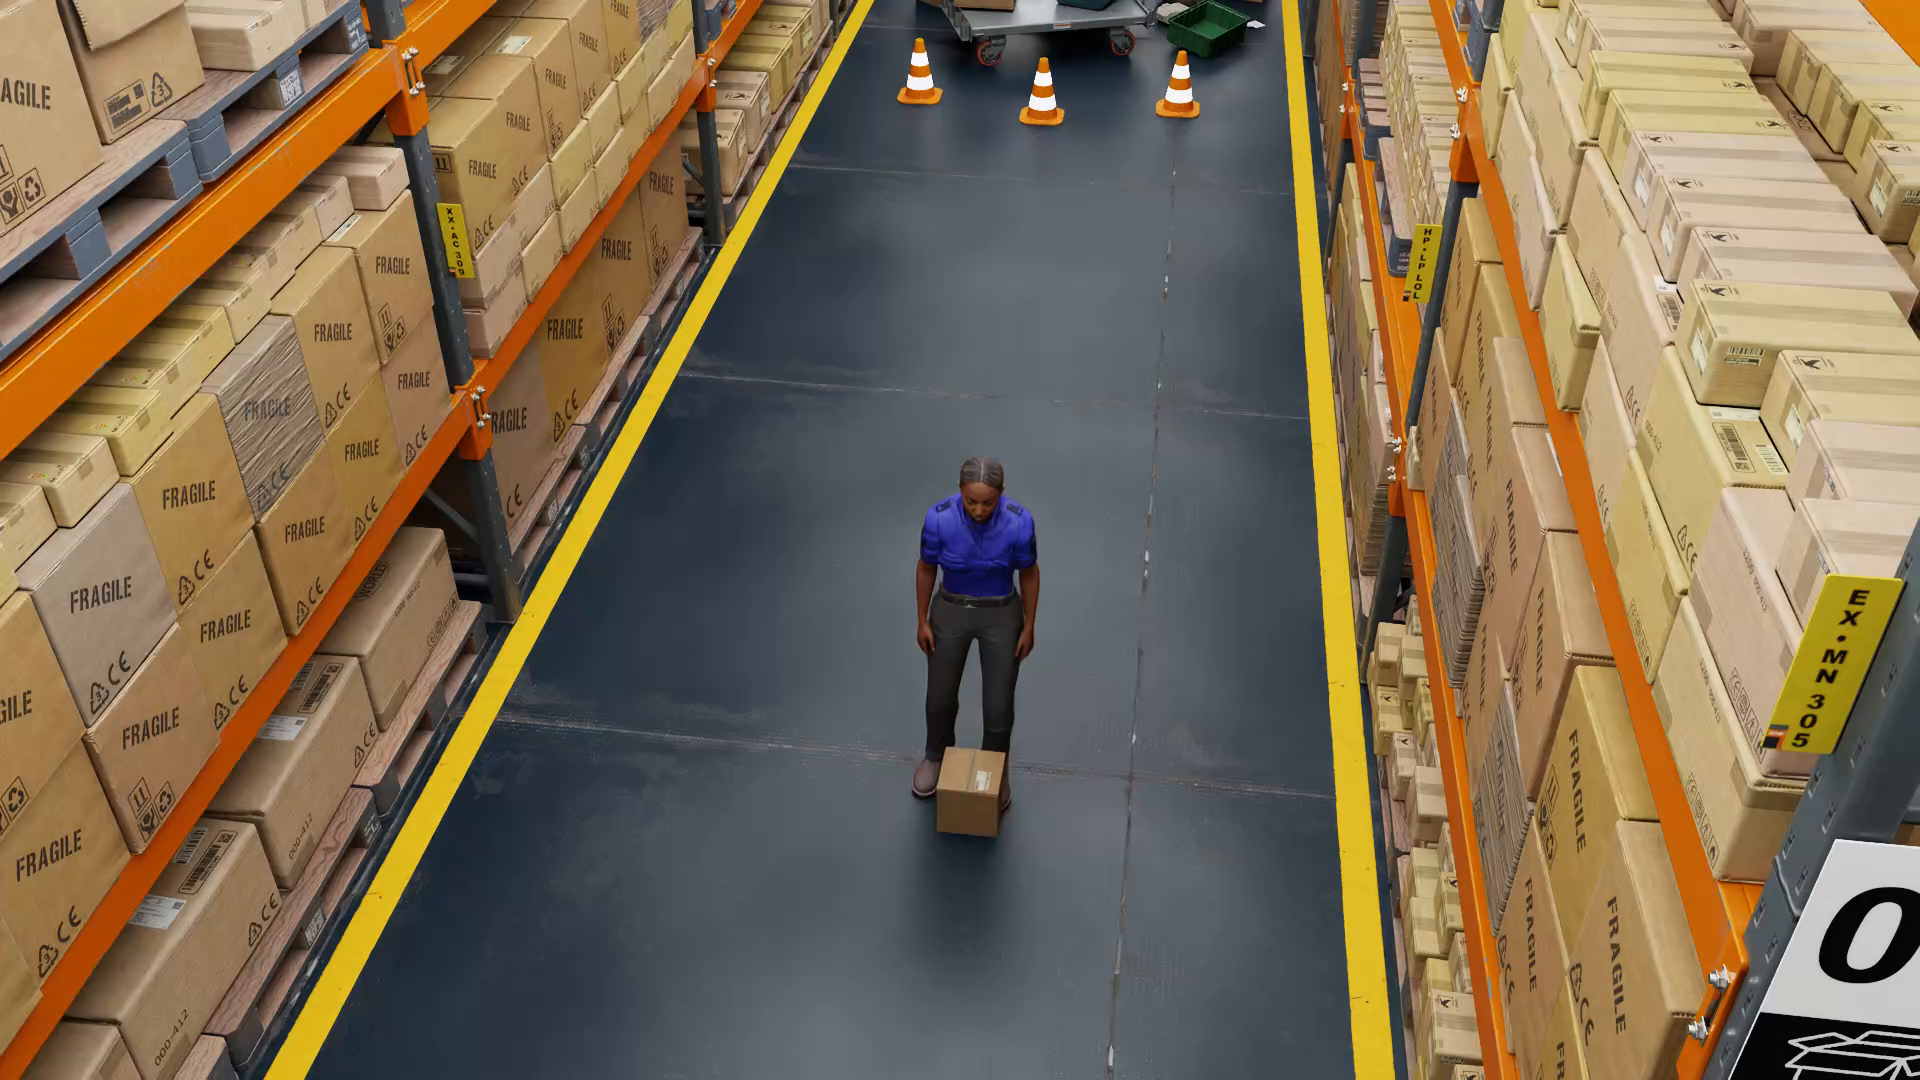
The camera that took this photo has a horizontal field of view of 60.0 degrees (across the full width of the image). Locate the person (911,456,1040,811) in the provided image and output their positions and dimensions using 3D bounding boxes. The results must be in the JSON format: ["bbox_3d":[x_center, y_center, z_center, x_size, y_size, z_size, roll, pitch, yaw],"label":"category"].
[{"bbox_3d":[0.055,0.347,6.571,0.509,1.654,0.400,3,36,4],"label":"person"}]
